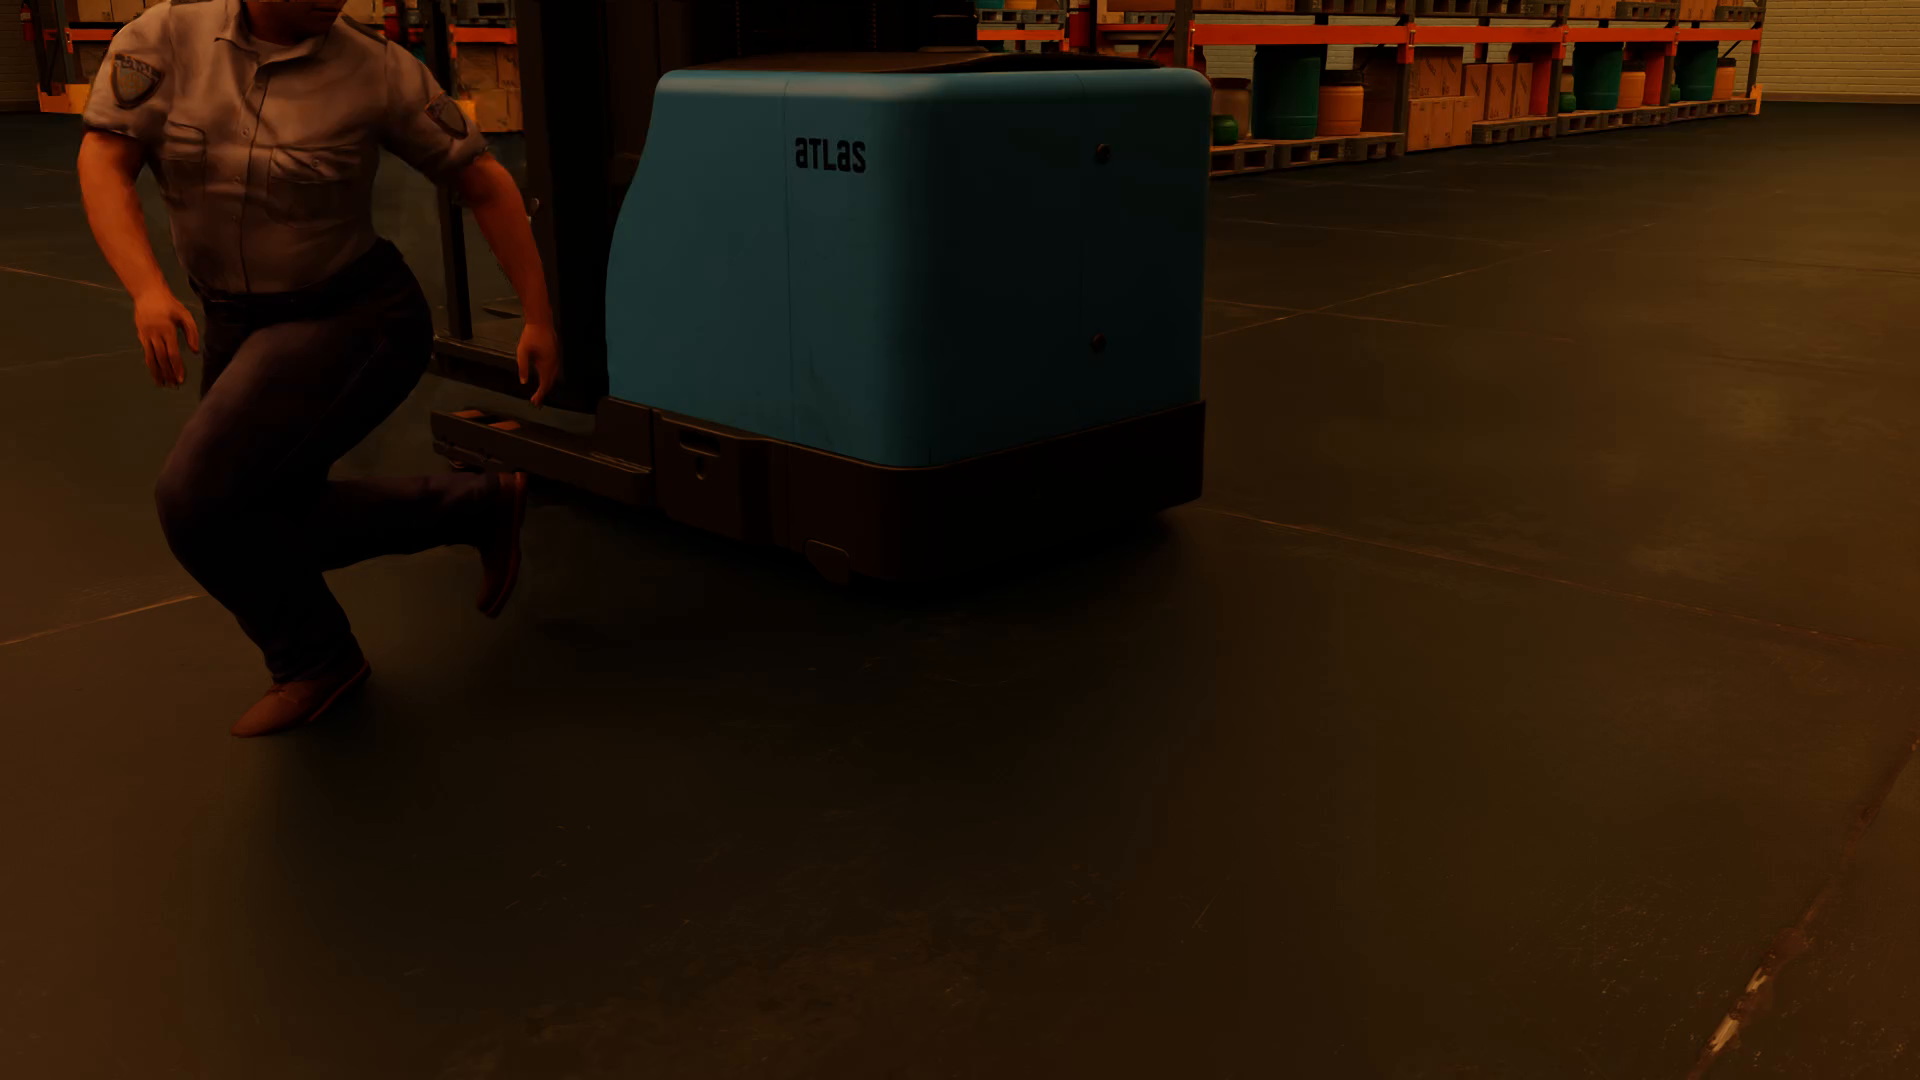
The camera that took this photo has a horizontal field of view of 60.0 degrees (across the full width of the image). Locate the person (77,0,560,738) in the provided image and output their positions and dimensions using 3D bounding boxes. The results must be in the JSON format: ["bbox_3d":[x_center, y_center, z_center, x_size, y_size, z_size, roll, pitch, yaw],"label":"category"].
[{"bbox_3d":[-1.063,-0.393,2.880,0.589,1.433,0.846,8,19,25],"label":"person"}]

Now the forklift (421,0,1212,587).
[{"bbox_3d":[-0.811,-1.650,4.332,3.031,2.935,1.130,16,23,42],"label":"forklift"}]
